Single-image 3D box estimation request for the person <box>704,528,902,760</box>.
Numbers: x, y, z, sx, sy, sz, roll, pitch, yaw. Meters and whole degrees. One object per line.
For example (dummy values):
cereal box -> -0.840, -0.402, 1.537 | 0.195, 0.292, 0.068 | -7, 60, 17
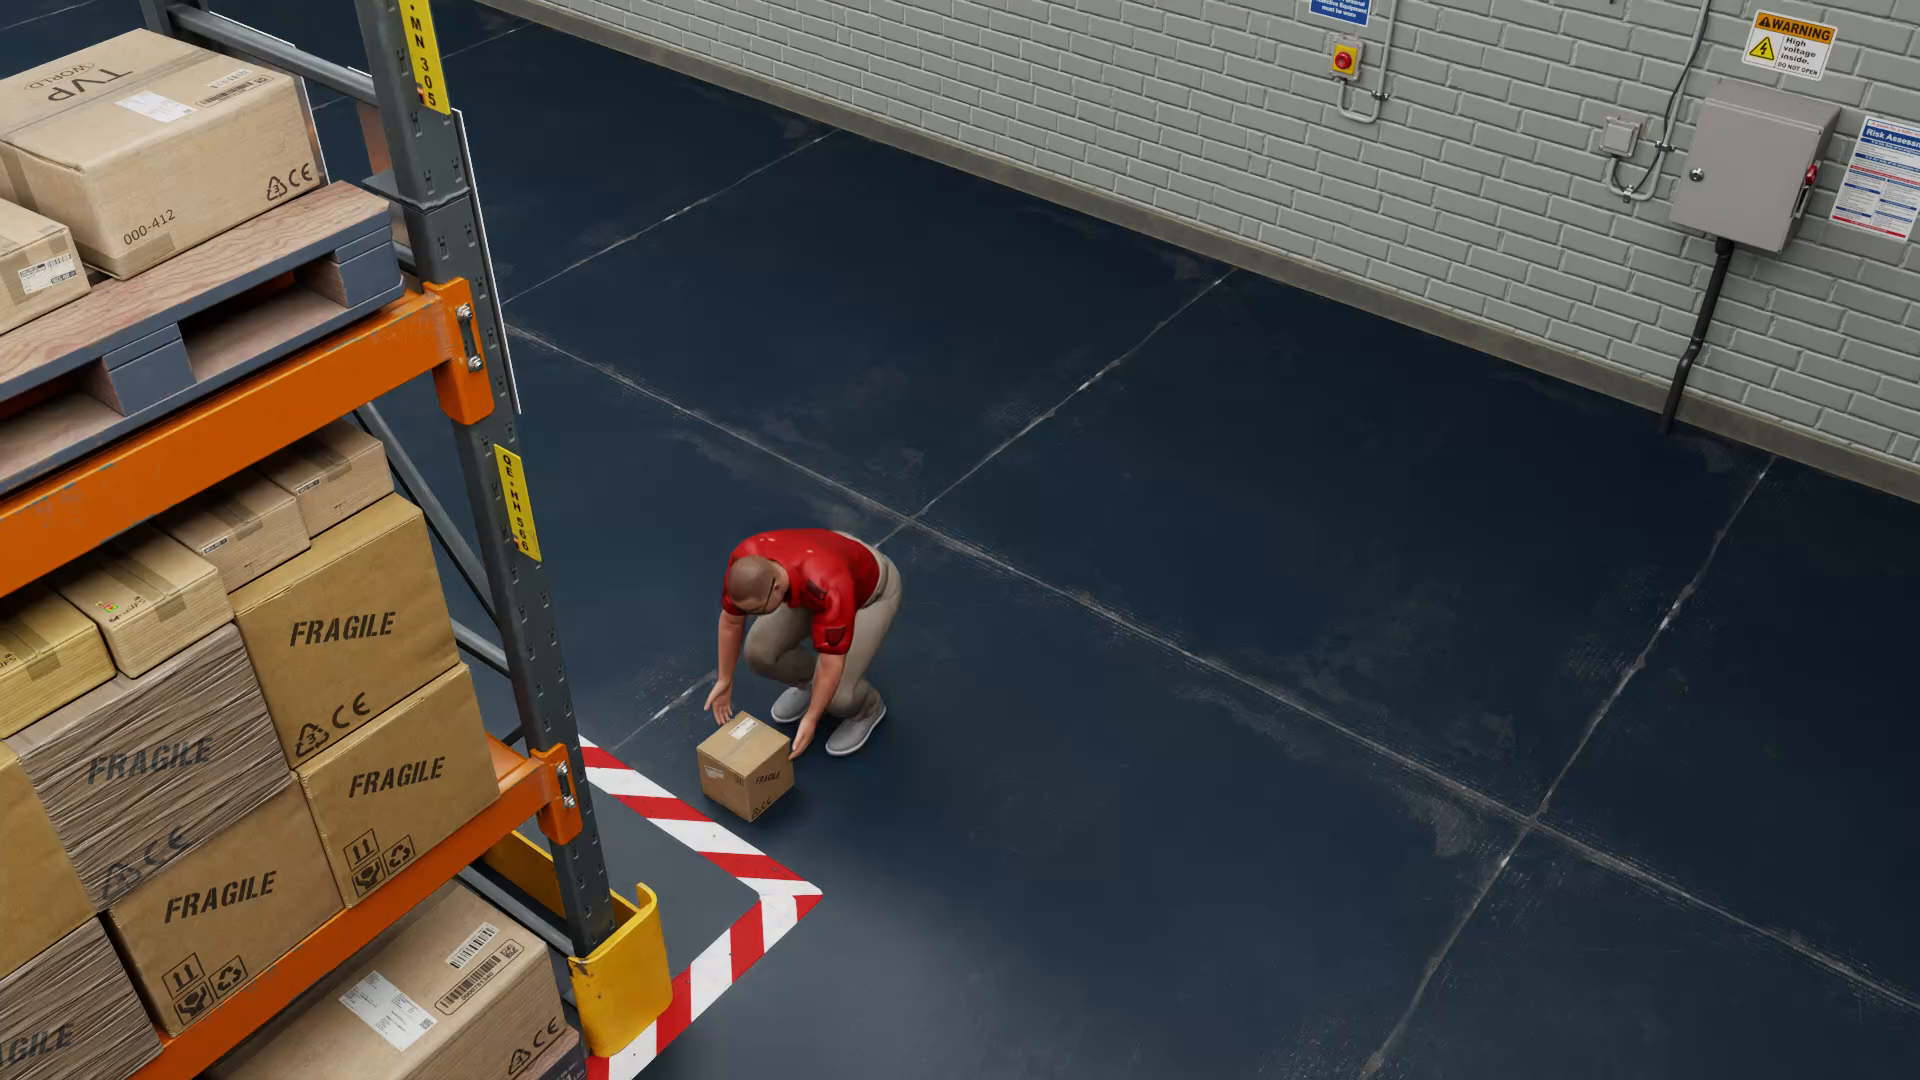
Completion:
person -> -0.545, 0.336, 6.243 | 0.577, 1.114, 0.830 | 25, 45, 28
